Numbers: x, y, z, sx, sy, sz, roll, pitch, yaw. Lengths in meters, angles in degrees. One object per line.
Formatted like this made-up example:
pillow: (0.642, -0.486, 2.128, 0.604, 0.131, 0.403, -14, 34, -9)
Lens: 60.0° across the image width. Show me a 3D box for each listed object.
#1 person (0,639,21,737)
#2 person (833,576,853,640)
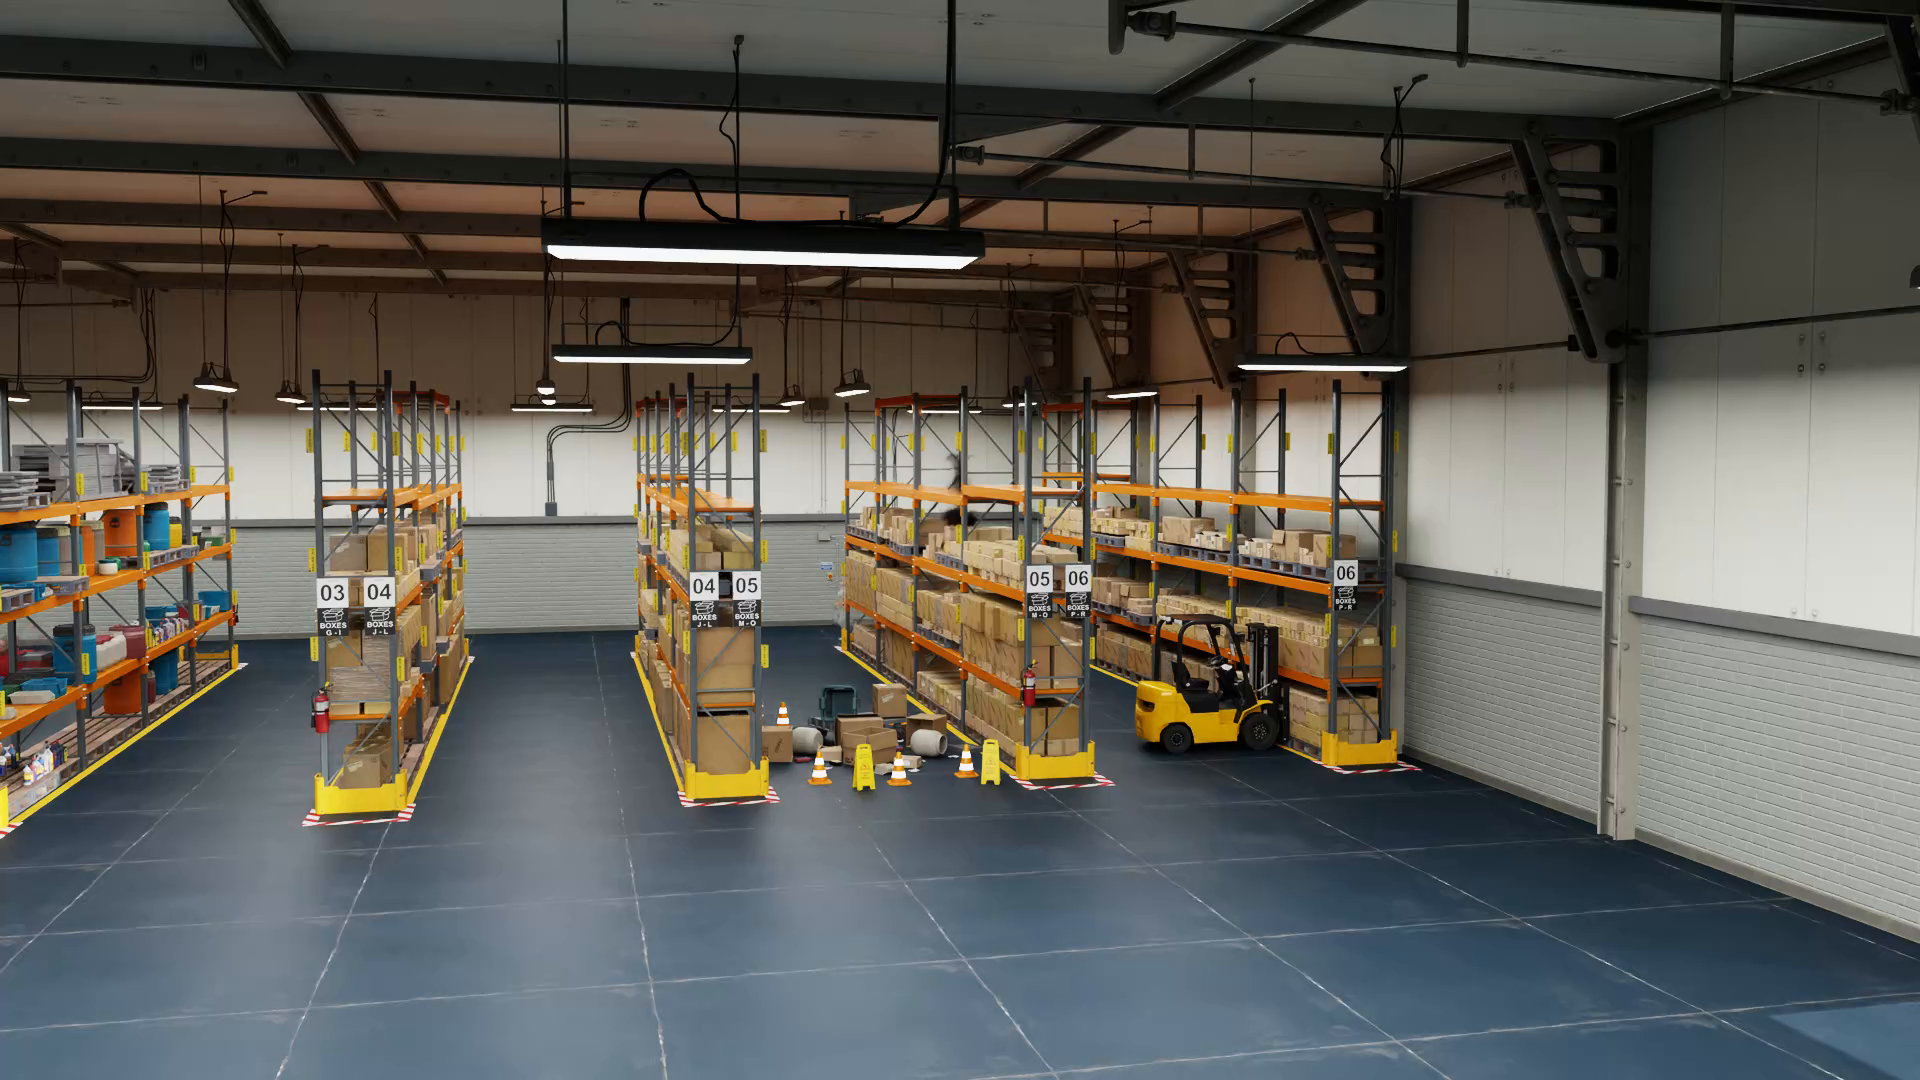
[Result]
person: (-16.501, 2.519, 28.825, 0.649, 1.685, 0.911, -1, 3, -10)
person: (-2.966, 1.743, 42.508, 0.565, 1.628, 0.564, -2, 4, -27)
